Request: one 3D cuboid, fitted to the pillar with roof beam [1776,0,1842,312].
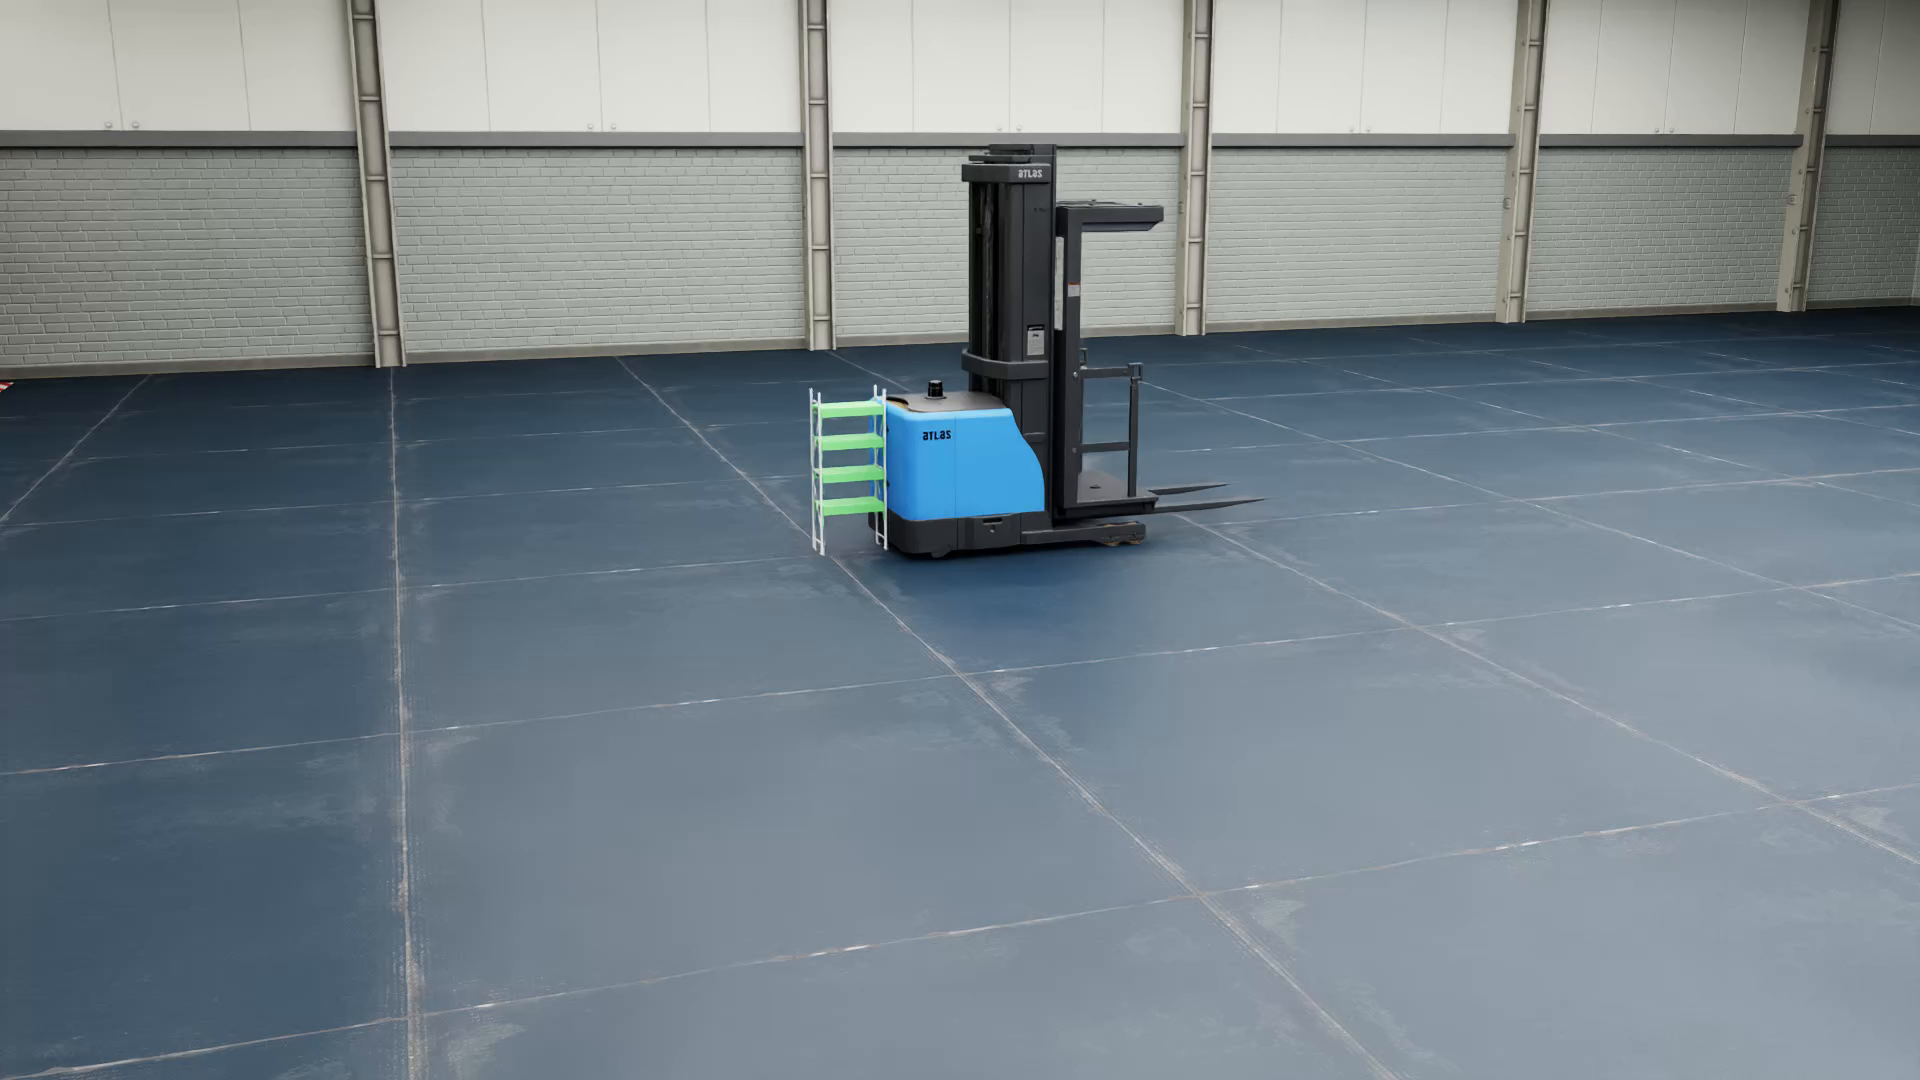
[{"bbox_3d":[16.383,-7.577,25.052,0.400,9.000,9.100,-4,14,-18],"label":"pillar with roof beam"}]

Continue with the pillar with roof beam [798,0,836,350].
[{"bbox_3d":[-0.677,-6.249,19.467,0.400,9.000,9.100,-4,14,-18],"label":"pillar with roof beam"}]

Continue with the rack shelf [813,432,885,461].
[{"bbox_3d":[-0.818,-0.687,12.178,0.480,0.148,0.258,-5,14,-19],"label":"rack shelf"}]

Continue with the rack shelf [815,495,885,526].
[{"bbox_3d":[-0.818,-0.220,12.289,0.480,0.148,0.258,-5,14,-19],"label":"rack shelf"}]

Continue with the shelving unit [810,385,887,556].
[{"bbox_3d":[-0.818,-0.516,12.219,0.503,1.200,0.258,-5,14,-19],"label":"shelving unit"}]

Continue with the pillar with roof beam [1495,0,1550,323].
[{"bbox_3d":[10.697,-7.135,23.191,0.400,9.000,9.100,-4,14,-18],"label":"pillar with roof beam"}]

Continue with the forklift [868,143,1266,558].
[{"bbox_3d":[0.868,-1.486,12.558,3.031,2.935,1.130,-5,14,-19],"label":"forklift"}]

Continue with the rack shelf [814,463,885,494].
[{"bbox_3d":[-0.818,-0.454,12.234,0.480,0.148,0.258,-5,14,-19],"label":"rack shelf"}]

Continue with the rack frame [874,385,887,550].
[{"bbox_3d":[-0.589,-0.535,12.300,0.015,1.200,0.240,-5,14,-19],"label":"rack frame"}]

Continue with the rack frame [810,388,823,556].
[{"bbox_3d":[-1.047,-0.497,12.138,0.015,1.200,0.240,-5,14,-19],"label":"rack frame"}]

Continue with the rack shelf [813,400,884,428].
[{"bbox_3d":[-0.818,-0.921,12.123,0.480,0.148,0.258,-5,14,-19],"label":"rack shelf"}]
